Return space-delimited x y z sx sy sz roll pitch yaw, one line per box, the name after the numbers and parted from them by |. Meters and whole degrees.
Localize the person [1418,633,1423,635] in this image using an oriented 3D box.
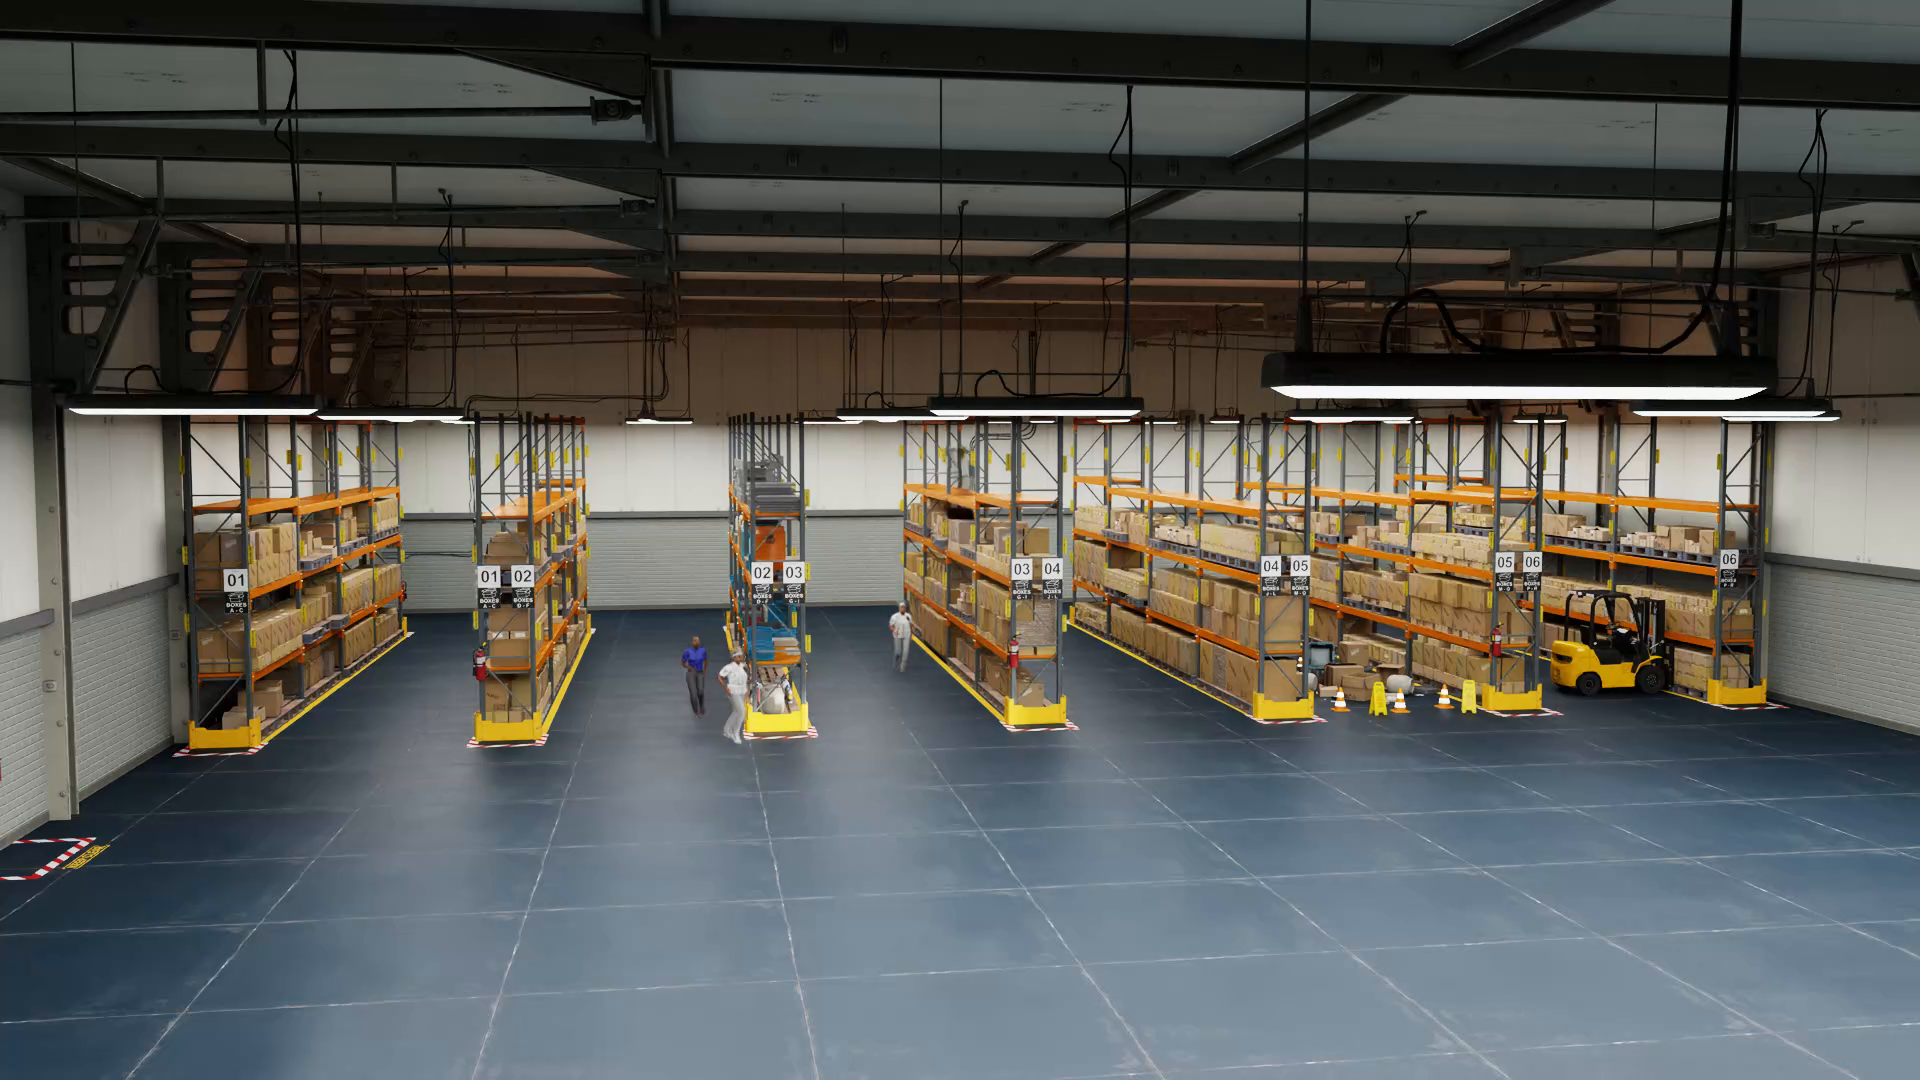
11.543 2.099 41.013 0.676 1.765 0.853 -1 4 -9 | person

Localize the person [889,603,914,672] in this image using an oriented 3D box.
-1.354 2.268 38.911 0.595 1.622 0.561 -1 4 -12 | person

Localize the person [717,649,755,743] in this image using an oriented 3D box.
-4.057 2.833 30.255 0.719 1.733 0.551 2 5 31 | person

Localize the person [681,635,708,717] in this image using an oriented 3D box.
-5.198 2.688 32.690 0.557 1.621 0.569 -1 4 -16 | person
